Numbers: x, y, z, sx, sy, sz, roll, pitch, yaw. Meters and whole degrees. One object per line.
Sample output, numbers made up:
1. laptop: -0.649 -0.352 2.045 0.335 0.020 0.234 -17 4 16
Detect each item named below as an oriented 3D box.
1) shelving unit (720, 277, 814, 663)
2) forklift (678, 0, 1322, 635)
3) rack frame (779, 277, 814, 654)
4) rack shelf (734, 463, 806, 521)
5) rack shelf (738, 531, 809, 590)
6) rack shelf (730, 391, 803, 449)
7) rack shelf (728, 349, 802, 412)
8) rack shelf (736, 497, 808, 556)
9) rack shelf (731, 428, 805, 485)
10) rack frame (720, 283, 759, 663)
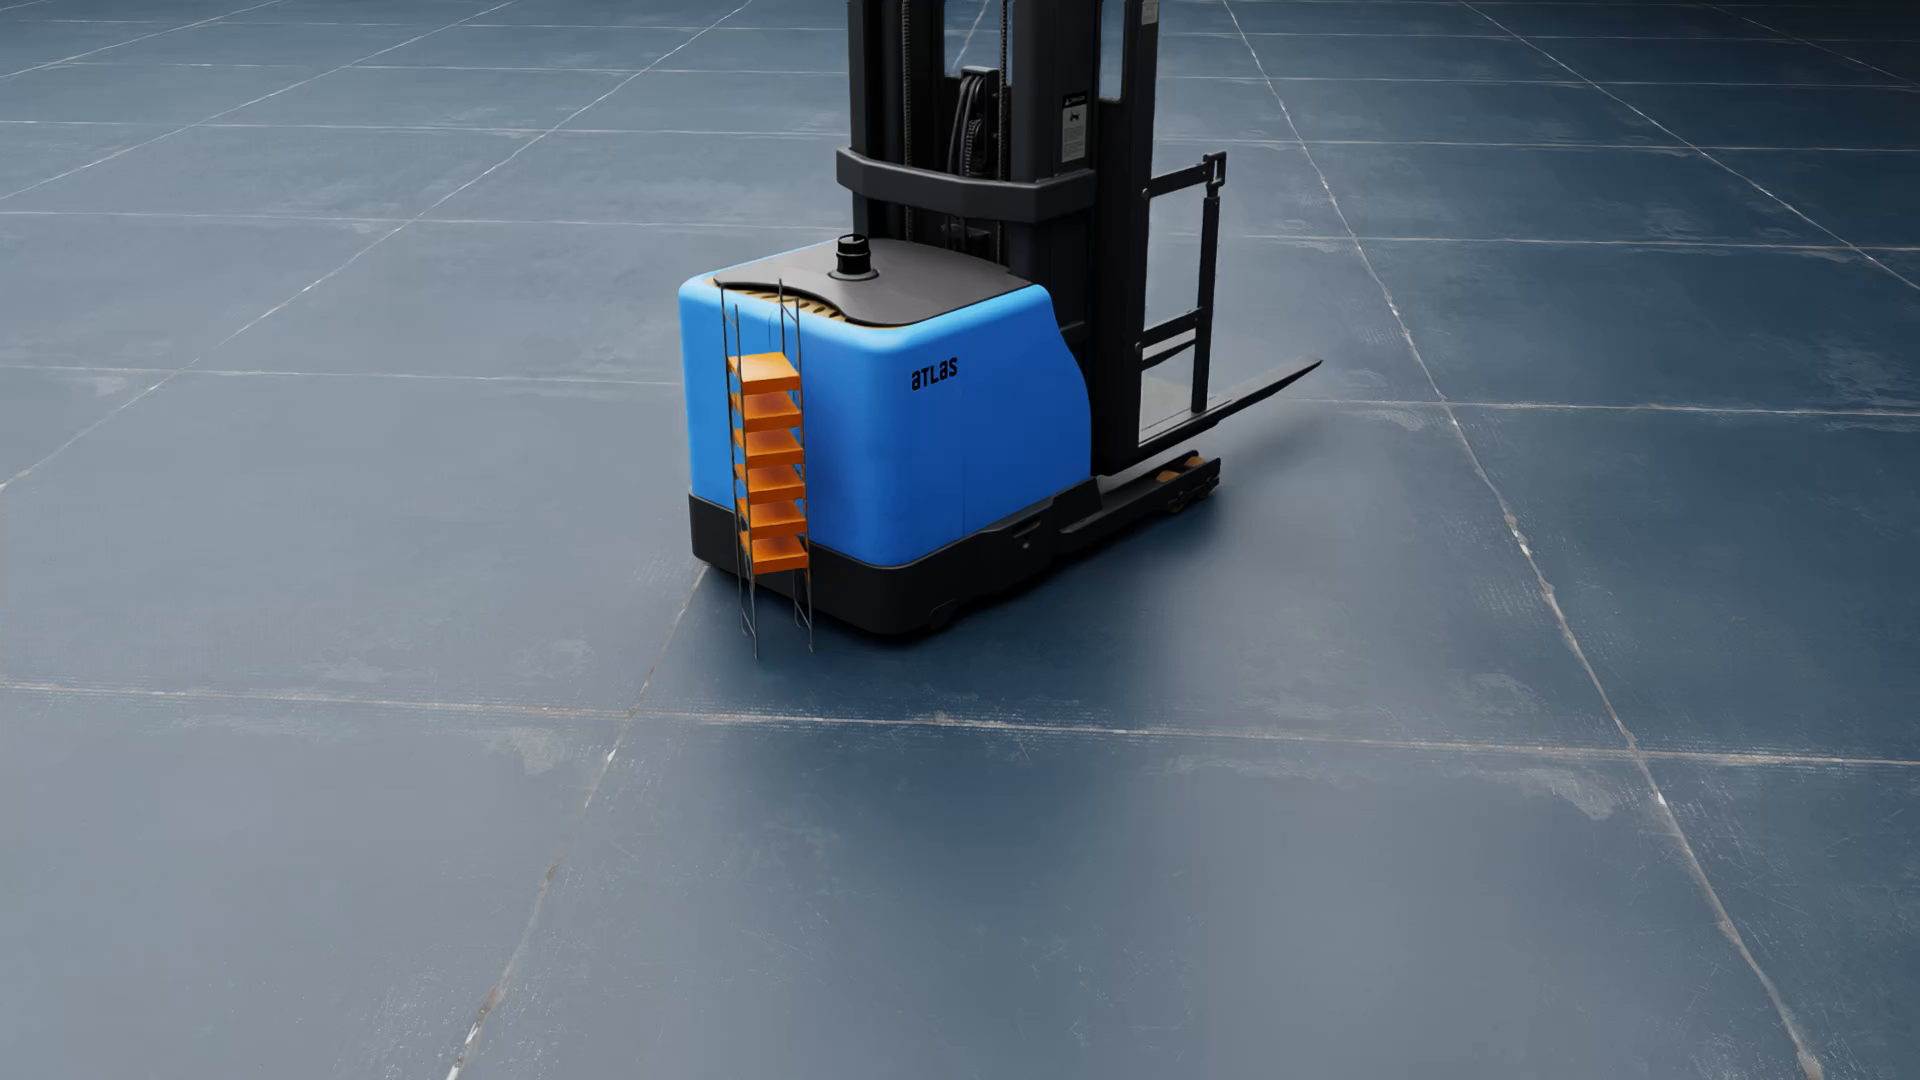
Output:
1. shelving unit: -0.607 -0.208 5.265 0.189 1.200 0.258 -8 26 -17
2. forklift: 0.384 -1.559 6.132 1.130 2.935 3.031 20 31 37
3. rack frame: -0.520 -0.220 5.291 0.006 1.200 0.240 -8 26 -17
4. rack shelf: -0.607 -0.167 5.284 0.180 0.103 0.258 -8 26 -17
5. rack shelf: -0.606 0.051 5.384 0.180 0.103 0.258 -8 26 -17
6. rack shelf: -0.607 -0.385 5.183 0.180 0.103 0.258 -8 26 -17
7. rack shelf: -0.607 -0.494 5.133 0.180 0.103 0.258 -8 26 -17
8. rack shelf: -0.606 -0.058 5.334 0.180 0.103 0.258 -8 26 -17
9. rack shelf: -0.607 -0.276 5.233 0.180 0.103 0.258 -8 26 -17
10. rack frame: -0.693 -0.195 5.239 0.006 1.200 0.240 -8 26 -17
